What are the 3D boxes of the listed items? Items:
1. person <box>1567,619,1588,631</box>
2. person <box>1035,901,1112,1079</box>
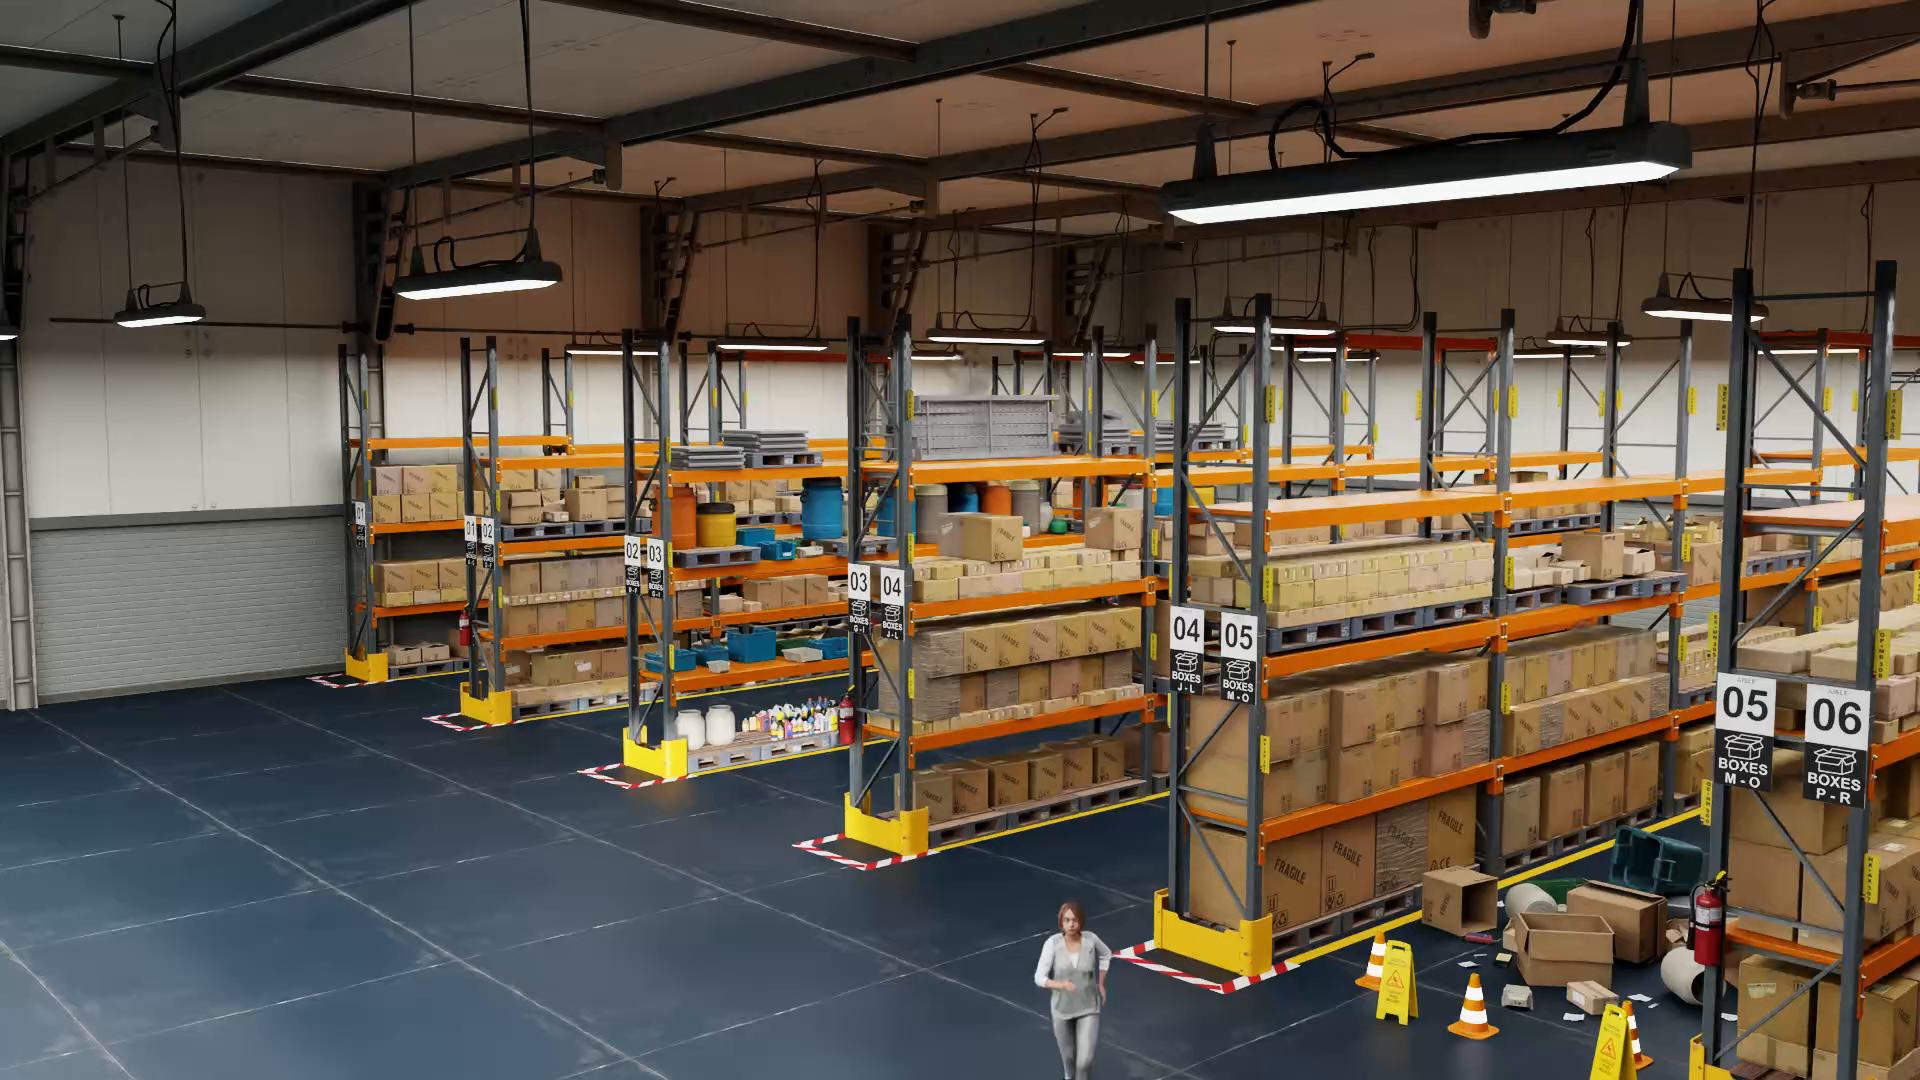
[{"bbox_3d":[9.577,1.983,25.714,0.649,1.769,0.697,4,6,36],"label":"person"},{"bbox_3d":[0.789,3.321,11.635,0.509,1.638,0.706,1,5,9],"label":"person"}]
